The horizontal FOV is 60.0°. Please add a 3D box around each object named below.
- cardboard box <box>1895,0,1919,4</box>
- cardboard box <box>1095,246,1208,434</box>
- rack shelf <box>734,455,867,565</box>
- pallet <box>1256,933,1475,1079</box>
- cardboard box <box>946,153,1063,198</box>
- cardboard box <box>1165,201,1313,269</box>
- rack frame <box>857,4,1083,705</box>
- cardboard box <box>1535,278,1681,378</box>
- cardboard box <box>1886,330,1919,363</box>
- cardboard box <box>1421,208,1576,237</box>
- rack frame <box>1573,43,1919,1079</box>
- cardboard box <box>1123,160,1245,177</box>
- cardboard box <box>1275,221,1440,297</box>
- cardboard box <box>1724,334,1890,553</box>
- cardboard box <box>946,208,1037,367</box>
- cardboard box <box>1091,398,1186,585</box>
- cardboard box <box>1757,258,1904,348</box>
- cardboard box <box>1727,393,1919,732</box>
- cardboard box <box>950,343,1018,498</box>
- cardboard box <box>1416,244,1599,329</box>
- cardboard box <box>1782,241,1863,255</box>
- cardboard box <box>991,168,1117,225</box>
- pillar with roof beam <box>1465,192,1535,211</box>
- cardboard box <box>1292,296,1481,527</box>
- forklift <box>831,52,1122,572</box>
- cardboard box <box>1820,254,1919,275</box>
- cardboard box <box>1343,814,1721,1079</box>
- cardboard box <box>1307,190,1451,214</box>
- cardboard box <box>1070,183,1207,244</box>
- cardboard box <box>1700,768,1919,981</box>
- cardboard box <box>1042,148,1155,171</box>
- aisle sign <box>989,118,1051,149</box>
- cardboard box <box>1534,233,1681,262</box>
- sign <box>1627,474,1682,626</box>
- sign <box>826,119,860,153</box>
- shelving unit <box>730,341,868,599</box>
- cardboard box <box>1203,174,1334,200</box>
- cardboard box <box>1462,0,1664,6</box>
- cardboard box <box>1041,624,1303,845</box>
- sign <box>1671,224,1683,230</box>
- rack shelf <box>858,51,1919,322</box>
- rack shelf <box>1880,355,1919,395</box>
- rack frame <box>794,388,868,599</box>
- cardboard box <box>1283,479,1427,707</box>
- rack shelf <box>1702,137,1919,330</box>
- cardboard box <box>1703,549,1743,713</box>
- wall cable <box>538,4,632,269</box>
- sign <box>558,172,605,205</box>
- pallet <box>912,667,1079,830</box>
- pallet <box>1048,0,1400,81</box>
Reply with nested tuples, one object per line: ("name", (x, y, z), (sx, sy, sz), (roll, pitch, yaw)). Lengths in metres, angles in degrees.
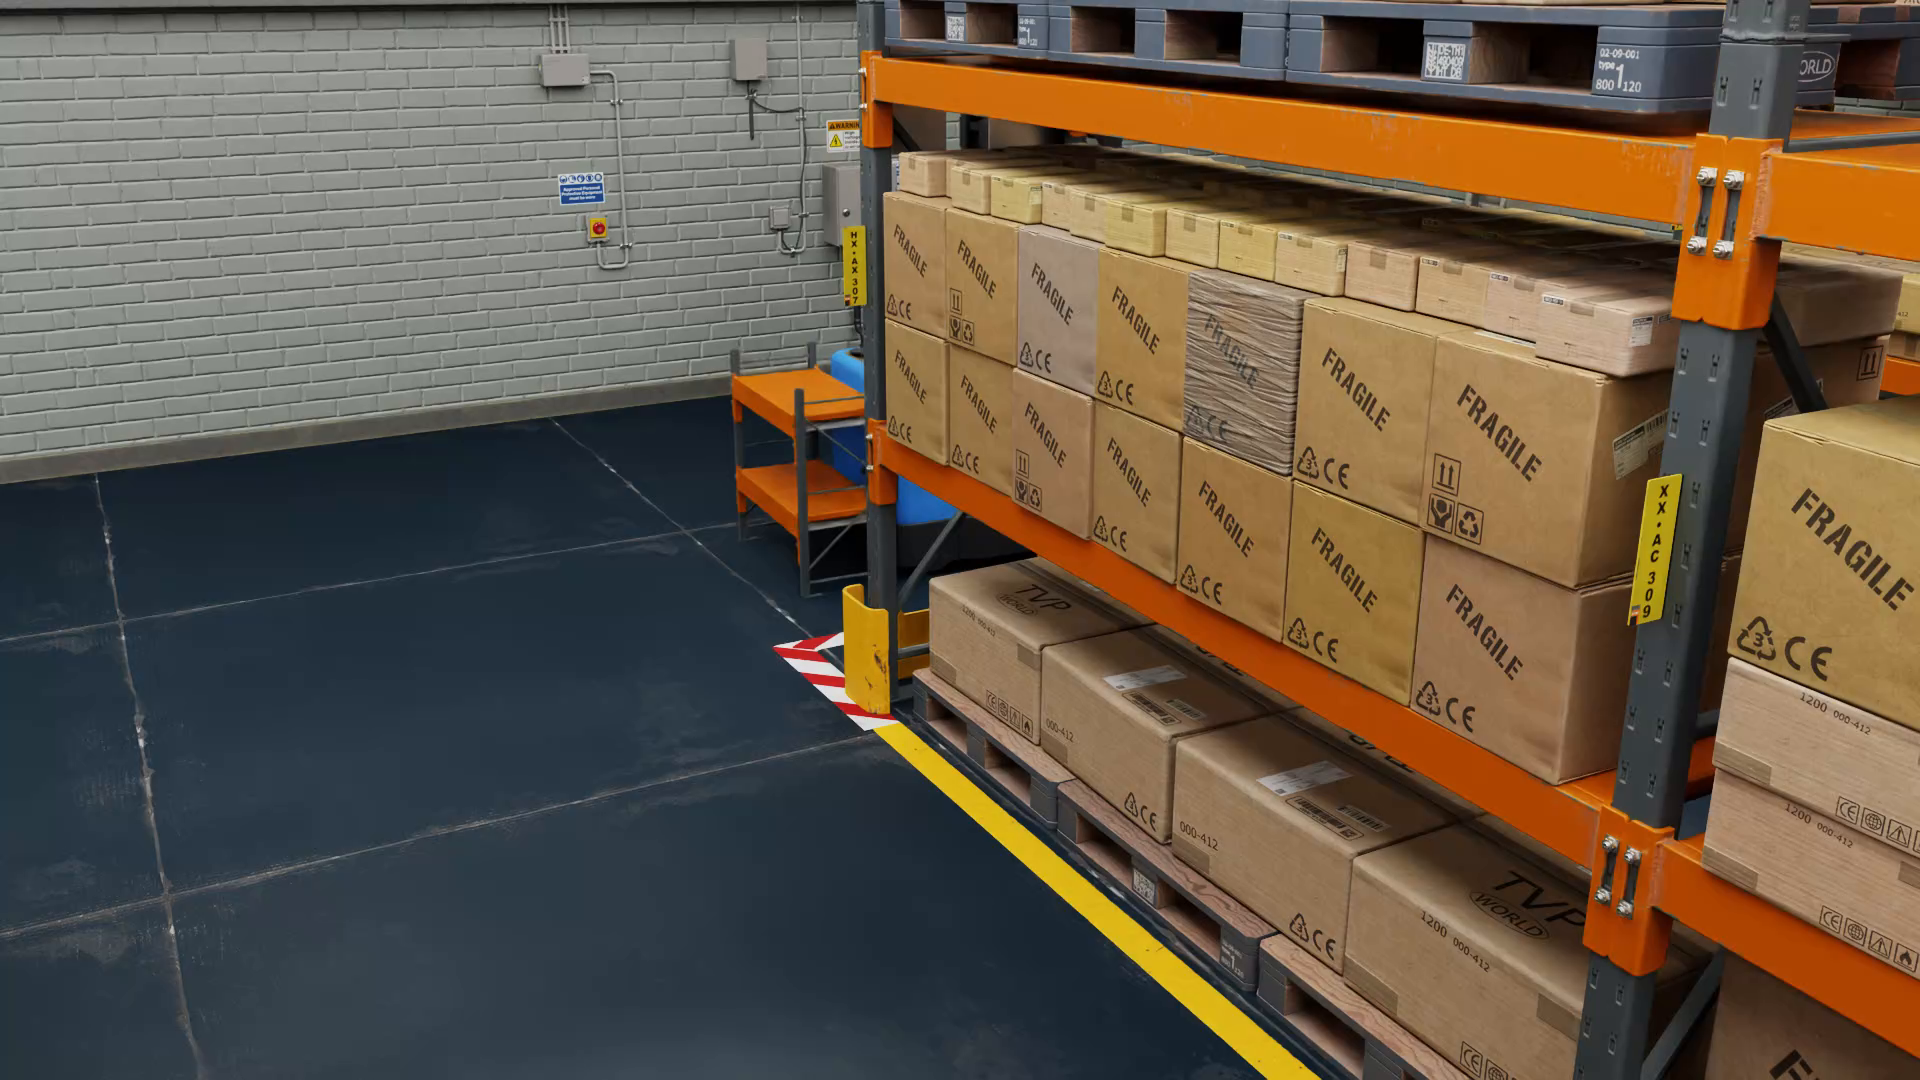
("cardboard box", (4.654, -2.710, 8.063), (0.500, 0.250, 0.500), (-10, 21, -26))
("cardboard box", (0.776, -0.666, 5.278), (0.500, 0.500, 0.500), (-10, 21, -26))
("rack shelf", (-0.828, -0.180, 9.179), (0.538, 0.278, 1.000), (-9, 21, -24))
("pallet", (1.665, 1.471, 5.046), (1.003, 0.211, 1.213), (-10, 21, -27))
("cardboard box", (0.170, -1.383, 6.360), (0.380, 0.149, 0.250), (-9, 21, -25))
("cardboard box", (0.850, -0.928, 5.041), (0.380, 0.149, 0.250), (-10, 21, -27))
("rack frame", (0.058, -0.765, 7.251), (1.000, 3.000, 0.127), (-10, 21, -27))
("cardboard box", (1.531, -0.483, 3.751), (0.380, 0.149, 0.250), (-10, 22, -28))
("cardboard box", (4.853, -0.986, 8.276), (0.380, 0.149, 0.250), (-10, 21, -26))
("cardboard box", (1.577, -0.874, 4.885), (0.380, 0.149, 0.250), (-11, 22, -28))
("rack frame", (1.958, 0.383, 3.923), (1.000, 3.000, 0.127), (-10, 21, -27))
("cardboard box", (0.826, -1.311, 6.151), (0.380, 0.149, 0.250), (-9, 21, -25))
("cardboard box", (1.105, -0.784, 4.626), (0.380, 0.149, 0.250), (-10, 21, -27))
("cardboard box", (1.945, -0.311, 4.248), (0.500, 0.500, 0.500), (-10, 21, -26))
("cardboard box", (0.287, -0.956, 6.117), (0.500, 0.500, 0.500), (-11, 22, -28))
("cardboard box", (0.776, -0.199, 5.457), (0.500, 0.500, 0.500), (-9, 21, -25))
("cardboard box", (2.036, -0.574, 4.017), (0.380, 0.149, 0.250), (-10, 22, -27))
("cardboard box", (1.913, 0.034, 3.248), (0.500, 0.500, 0.500), (-10, 21, -26))
("cardboard box", (0.298, -0.489, 6.298), (0.500, 0.500, 0.500), (-10, 22, -27))
("cardboard box", (1.392, -0.648, 4.231), (0.380, 0.149, 0.250), (-10, 21, -27))
("cardboard box", (4.877, -1.514, 9.194), (0.500, 0.250, 0.500), (-9, 21, -25))
("cardboard box", (0.333, -1.218, 5.881), (0.380, 0.149, 0.250), (-11, 22, -28))
("pillar with roof beam", (0.149, -4.618, 9.219), (9.100, 9.000, 0.400), (-10, 21, -27))
("cardboard box", (1.257, -0.377, 4.438), (0.500, 0.500, 0.500), (-10, 22, -27))
("forklift", (0.810, -1.518, 9.536), (3.031, 2.935, 1.130), (-8, 21, -23))
("cardboard box", (4.643, -1.288, 8.540), (0.500, 0.250, 0.500), (-10, 21, -26))
("cardboard box", (1.754, 1.199, 4.843), (0.875, 0.438, 0.875), (-10, 22, -27))
("cardboard box", (1.329, -1.015, 5.292), (0.380, 0.149, 0.250), (-10, 21, -26))
("cardboard box", (0.586, -1.072, 5.460), (0.380, 0.149, 0.250), (-10, 21, -26))
("cardboard box", (1.934, 0.621, 3.463), (0.500, 0.250, 0.500), (-11, 22, -28))
("cardboard box", (0.546, -1.451, 6.556), (0.380, 0.149, 0.250), (-10, 21, -26))
("aisle sign", (0.297, -2.063, 7.026), (0.394, 0.787, 0.004), (-10, 21, -27))
("cardboard box", (1.742, -0.712, 4.417), (0.380, 0.149, 0.250), (-10, 22, -27))
("sign", (1.470, 0.023, 3.518), (0.100, 0.325, 0.005), (-10, 21, -27))
("sign", (-0.869, -3.105, 12.765), (0.339, 0.242, 0.001), (-10, 21, -27))
("shelving unit", (-0.828, -0.411, 9.099), (0.538, 1.125, 1.048), (-9, 21, -24))
("cardboard box", (1.059, -1.162, 5.720), (0.380, 0.149, 0.250), (-9, 21, -25))
("cardboard box", (1.373, -1.351, 3.758), (0.396, 0.266, 0.258), (-9, 21, -25))
("cardboard box", (0.901, 0.683, 6.338), (0.875, 0.438, 0.875), (-9, 21, -25))
("sign", (3.947, -1.860, 9.097), (0.100, 0.325, 0.005), (-10, 21, -27))
("rack shelf", (1.008, -1.269, 5.215), (1.077, 0.370, 4.000), (-10, 21, -27))
("rack shelf", (5.374, -0.621, 7.935), (1.077, 0.370, 4.000), (-10, 21, -27))
("rack frame", (-0.607, -0.262, 8.666), (0.500, 1.125, 0.032), (-9, 21, -24))
("cardboard box", (1.263, 0.095, 4.603), (0.500, 0.500, 0.500), (-11, 22, -28))
("rack shelf", (2.907, -0.121, 1.887), (1.077, 0.370, 4.000), (-10, 21, -27))
("cardboard box", (1.965, 0.160, 4.415), (0.500, 0.500, 0.500), (-9, 21, -25))
("wall cable", (-2.640, -2.875, 11.760), (0.585, 1.953, 0.123), (-10, 21, -27))
("sign", (-2.712, -2.518, 11.916), (0.327, 0.218, 0.001), (-10, 21, -27))
("pallet", (0.507, 0.770, 7.075), (1.003, 0.211, 1.213), (-10, 21, -27))
("pallet", (1.003, -1.579, 5.147), (1.003, 0.211, 1.213), (-10, 21, -27))
